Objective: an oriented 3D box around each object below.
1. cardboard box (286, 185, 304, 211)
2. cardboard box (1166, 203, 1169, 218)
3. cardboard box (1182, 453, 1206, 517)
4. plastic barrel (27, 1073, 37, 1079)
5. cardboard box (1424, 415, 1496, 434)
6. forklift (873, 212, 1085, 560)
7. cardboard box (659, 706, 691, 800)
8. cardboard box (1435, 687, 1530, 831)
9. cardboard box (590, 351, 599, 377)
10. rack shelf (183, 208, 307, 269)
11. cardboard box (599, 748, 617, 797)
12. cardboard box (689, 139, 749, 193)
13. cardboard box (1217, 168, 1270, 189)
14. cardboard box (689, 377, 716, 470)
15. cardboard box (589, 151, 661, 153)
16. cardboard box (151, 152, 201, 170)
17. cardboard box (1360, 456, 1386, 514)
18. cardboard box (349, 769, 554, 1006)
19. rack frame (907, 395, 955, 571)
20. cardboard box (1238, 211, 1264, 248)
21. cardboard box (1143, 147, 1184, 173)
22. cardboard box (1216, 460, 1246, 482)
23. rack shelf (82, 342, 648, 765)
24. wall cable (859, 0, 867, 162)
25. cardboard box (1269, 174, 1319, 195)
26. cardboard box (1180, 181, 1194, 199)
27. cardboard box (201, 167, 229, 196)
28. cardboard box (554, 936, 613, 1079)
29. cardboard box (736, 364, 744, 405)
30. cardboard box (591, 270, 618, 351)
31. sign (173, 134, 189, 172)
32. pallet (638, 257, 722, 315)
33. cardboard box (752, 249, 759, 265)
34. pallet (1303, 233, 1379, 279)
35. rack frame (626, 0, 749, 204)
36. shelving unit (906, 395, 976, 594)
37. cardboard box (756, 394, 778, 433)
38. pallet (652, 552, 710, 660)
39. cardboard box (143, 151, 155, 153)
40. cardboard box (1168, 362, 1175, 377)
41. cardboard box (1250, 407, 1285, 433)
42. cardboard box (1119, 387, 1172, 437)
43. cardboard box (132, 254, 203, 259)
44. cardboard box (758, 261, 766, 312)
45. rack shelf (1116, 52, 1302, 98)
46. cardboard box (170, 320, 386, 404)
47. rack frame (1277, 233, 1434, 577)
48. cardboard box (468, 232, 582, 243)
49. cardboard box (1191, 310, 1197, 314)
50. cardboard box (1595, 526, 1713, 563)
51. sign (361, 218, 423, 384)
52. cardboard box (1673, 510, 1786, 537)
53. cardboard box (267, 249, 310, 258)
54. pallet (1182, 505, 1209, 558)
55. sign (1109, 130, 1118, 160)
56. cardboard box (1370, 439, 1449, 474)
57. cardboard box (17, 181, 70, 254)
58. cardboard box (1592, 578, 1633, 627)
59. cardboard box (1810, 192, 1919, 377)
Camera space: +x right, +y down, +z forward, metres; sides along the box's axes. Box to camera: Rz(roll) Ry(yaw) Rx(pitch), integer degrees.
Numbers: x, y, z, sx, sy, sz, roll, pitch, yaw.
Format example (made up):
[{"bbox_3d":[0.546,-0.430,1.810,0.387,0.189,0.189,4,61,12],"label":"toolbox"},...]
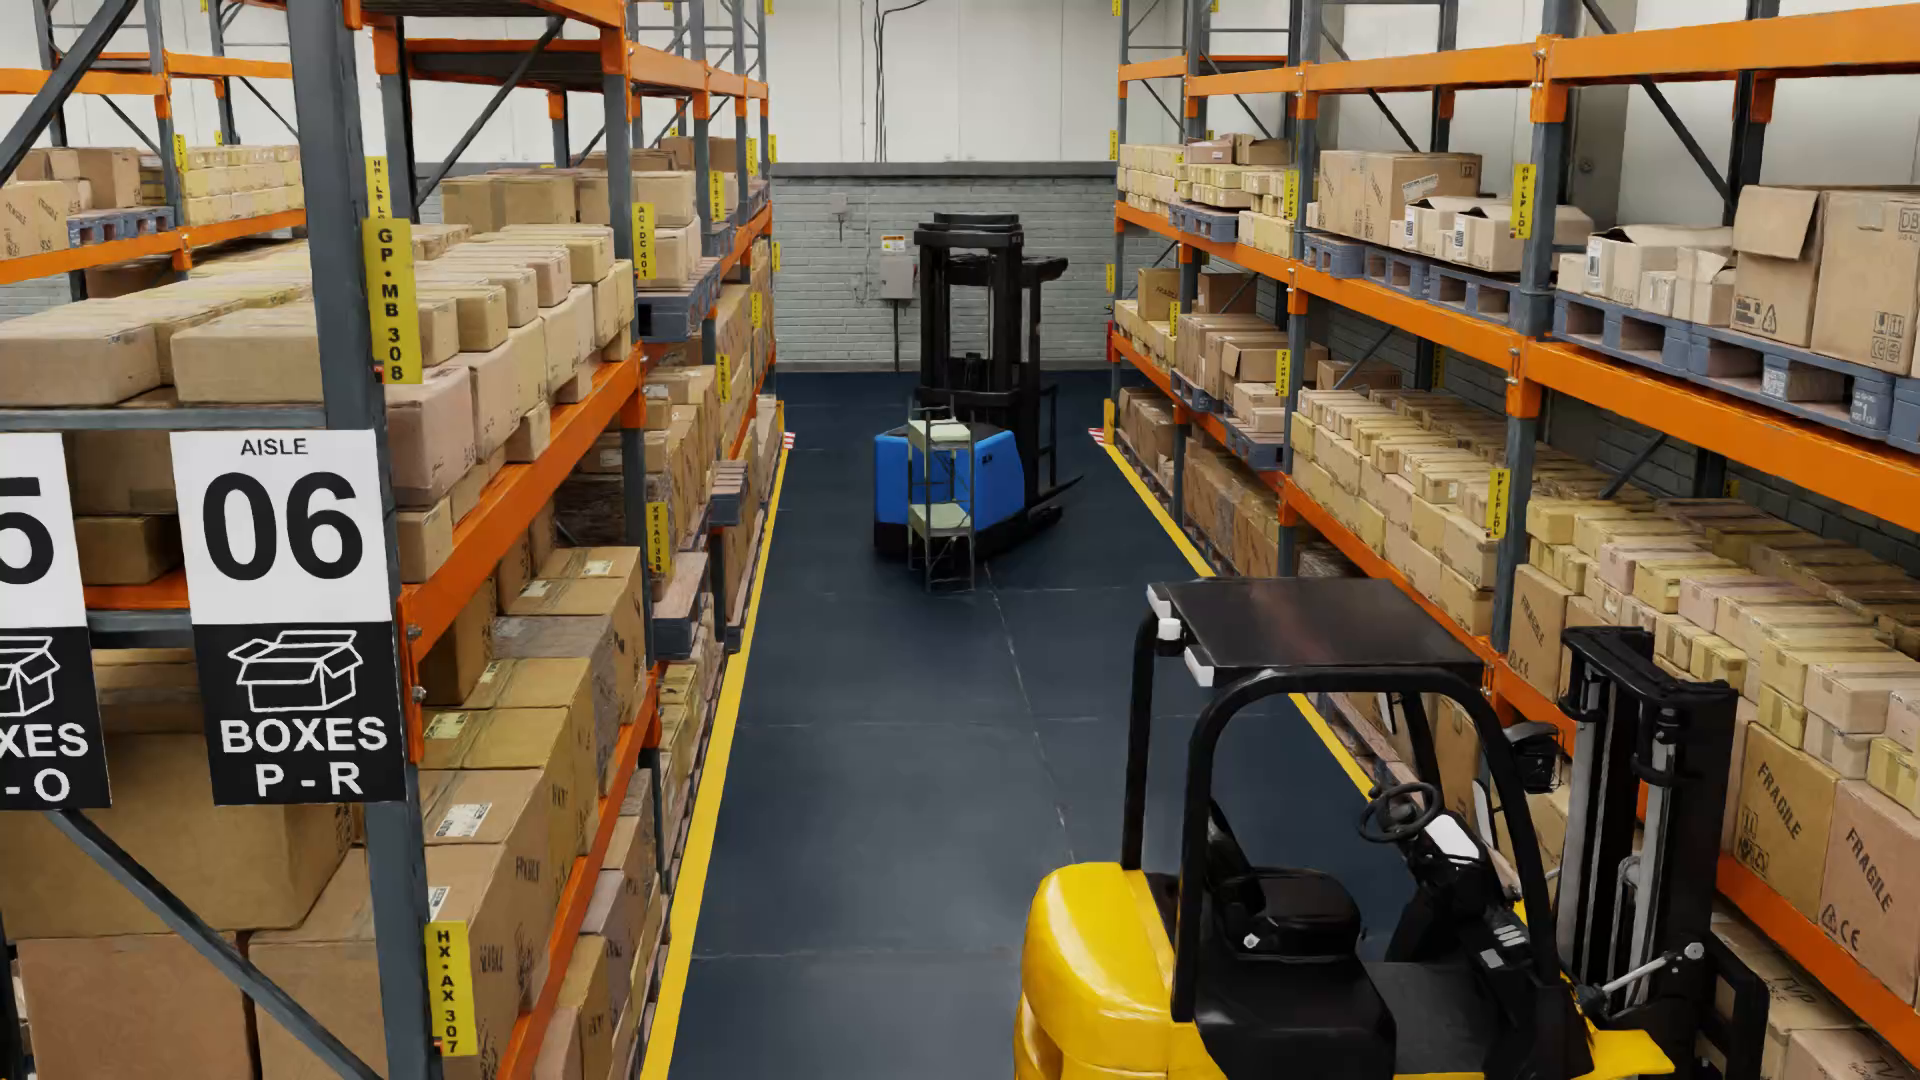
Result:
[{"bbox_3d":[-7.259,-3.607,17.530,0.500,0.250,0.500,-1,14,-3],"label":"cardboard box"},{"bbox_3d":[2.209,-3.191,16.115,0.380,0.149,0.250,0,14,-2],"label":"cardboard box"},{"bbox_3d":[2.351,-0.516,15.409,0.500,0.500,0.500,0,14,-1],"label":"cardboard box"},{"bbox_3d":[-3.303,2.172,5.957,0.512,0.421,0.421,10,18,35],"label":"plastic barrel"},{"bbox_3d":[3.122,-0.682,10.379,0.380,0.149,0.250,-1,14,-4],"label":"cardboard box"},{"bbox_3d":[0.321,-1.569,15.468,1.130,2.935,3.031,7,16,24],"label":"forklift"},{"bbox_3d":[-1.995,1.180,9.073,0.950,0.372,0.625,0,14,0],"label":"cardboard box"},{"bbox_3d":[2.998,1.160,8.645,0.875,0.625,0.625,0,14,-1],"label":"cardboard box"},{"bbox_3d":[-1.620,-0.710,6.472,0.380,0.149,0.250,-1,14,-3],"label":"cardboard box"},{"bbox_3d":[-7.466,-3.069,16.584,1.077,0.370,4.000,-1,14,-3],"label":"rack shelf"},{"bbox_3d":[-1.522,0.870,6.354,0.380,0.149,0.250,-1,14,-4],"label":"cardboard box"},{"bbox_3d":[-2.235,-3.472,15.460,0.500,0.500,0.500,-1,14,-2],"label":"cardboard box"},{"bbox_3d":[2.281,-2.911,13.387,0.380,0.149,0.250,-1,14,-3],"label":"cardboard box"},{"bbox_3d":[-1.811,-0.733,10.440,0.500,0.500,0.500,-1,14,-4],"label":"cardboard box"},{"bbox_3d":[-2.559,-2.713,12.711,0.500,0.500,0.500,-1,14,-3],"label":"cardboard box"},{"bbox_3d":[-7.102,-3.427,15.029,0.380,0.149,0.250,-2,15,-6],"label":"cardboard box"},{"bbox_3d":[2.679,-0.326,9.794,0.500,0.250,0.500,-1,14,-3],"label":"cardboard box"},{"bbox_3d":[-1.452,0.972,4.656,0.500,0.500,0.500,0,14,-2],"label":"cardboard box"},{"bbox_3d":[-0.242,-0.478,14.099,0.400,1.500,0.023,-3,15,-13],"label":"rack frame"},{"bbox_3d":[2.457,-2.405,12.861,0.500,0.250,0.500,-1,14,-3],"label":"cardboard box"},{"bbox_3d":[2.174,-3.916,17.129,0.500,0.250,0.500,0,14,-2],"label":"cardboard box"},{"bbox_3d":[2.433,-0.598,14.428,0.380,0.149,0.250,-1,14,-4],"label":"cardboard box"},{"bbox_3d":[-1.788,-0.187,5.379,1.077,0.370,4.000,-1,14,-3],"label":"rack shelf"},{"bbox_3d":[-2.538,-6.891,23.972,2.355,3.000,0.029,-1,14,-3],"label":"wall cable"},{"bbox_3d":[2.526,-2.647,12.400,0.380,0.149,0.250,-1,14,-4],"label":"cardboard box"},{"bbox_3d":[2.149,-3.084,14.659,0.380,0.149,0.250,-1,14,-3],"label":"cardboard box"},{"bbox_3d":[-7.159,-3.337,15.479,0.500,0.250,0.500,-1,14,-4],"label":"cardboard box"},{"bbox_3d":[-1.500,1.715,5.737,0.500,0.500,0.500,-1,14,-2],"label":"cardboard box"},{"bbox_3d":[-2.013,-1.253,13.397,0.500,0.250,0.500,-1,14,-2],"label":"cardboard box"},{"bbox_3d":[-1.584,-0.873,6.306,0.500,0.250,0.500,-1,14,-4],"label":"cardboard box"},{"bbox_3d":[-6.788,-3.371,14.484,0.100,0.325,0.005,-1,14,-3],"label":"sign"},{"bbox_3d":[-1.911,-1.355,8.852,1.213,0.211,1.003,-1,14,-3],"label":"pallet"},{"bbox_3d":[-2.244,-2.878,16.906,0.380,0.149,0.250,-1,14,-3],"label":"cardboard box"},{"bbox_3d":[2.925,-1.846,10.764,1.213,0.211,1.003,0,14,-1],"label":"pallet"},{"bbox_3d":[-2.408,-4.475,14.582,1.000,3.000,0.127,-1,14,-3],"label":"rack frame"},{"bbox_3d":[-0.159,-0.390,13.753,0.431,1.500,0.755,-3,15,-13],"label":"shelving unit"},{"bbox_3d":[-2.515,-1.364,18.831,0.875,0.438,0.875,-1,14,-5],"label":"cardboard box"},{"bbox_3d":[-1.814,0.321,8.368,1.003,0.211,1.213,-1,14,-3],"label":"pallet"},{"bbox_3d":[-7.616,-3.549,15.503,0.380,0.149,0.250,0,14,-1],"label":"cardboard box"},{"bbox_3d":[2.236,-1.665,16.206,0.380,0.149,0.250,0,14,-2],"label":"cardboard box"},{"bbox_3d":[2.370,-0.891,12.355,0.380,0.149,0.250,-1,14,-2],"label":"cardboard box"},{"bbox_3d":[2.242,-1.482,19.159,0.797,0.503,0.637,-1,15,-6],"label":"cardboard box"},{"bbox_3d":[-7.696,-2.513,16.194,0.500,0.500,0.500,-1,14,-2],"label":"cardboard box"},{"bbox_3d":[-2.270,-2.603,17.139,0.500,0.500,0.500,-1,14,-4],"label":"cardboard box"},{"bbox_3d":[2.422,-4.700,16.907,1.077,0.370,4.000,-1,14,-3],"label":"rack shelf"},{"bbox_3d":[-1.483,-0.394,3.644,0.380,0.149,0.250,-1,14,-4],"label":"cardboard box"},{"bbox_3d":[2.794,-0.652,11.765,1.000,3.000,0.127,-1,14,-3],"label":"rack frame"},{"bbox_3d":[-1.655,-1.092,6.358,0.380,0.149,0.250,-1,14,-2],"label":"cardboard box"},{"bbox_3d":[2.648,-2.351,18.073,0.500,0.250,0.500,0,14,-2],"label":"cardboard box"},{"bbox_3d":[2.896,0.047,6.949,0.380,0.149,0.250,-1,14,-4],"label":"cardboard box"},{"bbox_3d":[-1.123,-0.469,3.280,0.100,0.325,0.005,-1,14,-3],"label":"sign"},{"bbox_3d":[3.337,-0.026,7.232,0.380,0.149,0.250,-1,14,-5],"label":"cardboard box"},{"bbox_3d":[-2.083,-0.890,5.575,0.380,0.149,0.250,-1,14,-4],"label":"cardboard box"},{"bbox_3d":[2.634,-0.095,15.195,1.003,0.211,1.213,-1,14,-3],"label":"pallet"},{"bbox_3d":[1.757,-4.509,18.982,0.100,0.325,0.005,-1,14,-3],"label":"sign"},{"bbox_3d":[2.596,-0.483,9.607,0.380,0.149,0.250,-1,14,-5],"label":"cardboard box"},{"bbox_3d":[-6.938,-2.369,12.216,0.500,0.500,0.500,-1,14,-3],"label":"cardboard box"},{"bbox_3d":[2.802,0.255,6.738,0.380,0.149,0.250,-1,14,-2],"label":"cardboard box"},{"bbox_3d":[3.055,-0.778,4.990,0.700,0.500,0.500,-1,14,-3],"label":"cardboard box"}]
